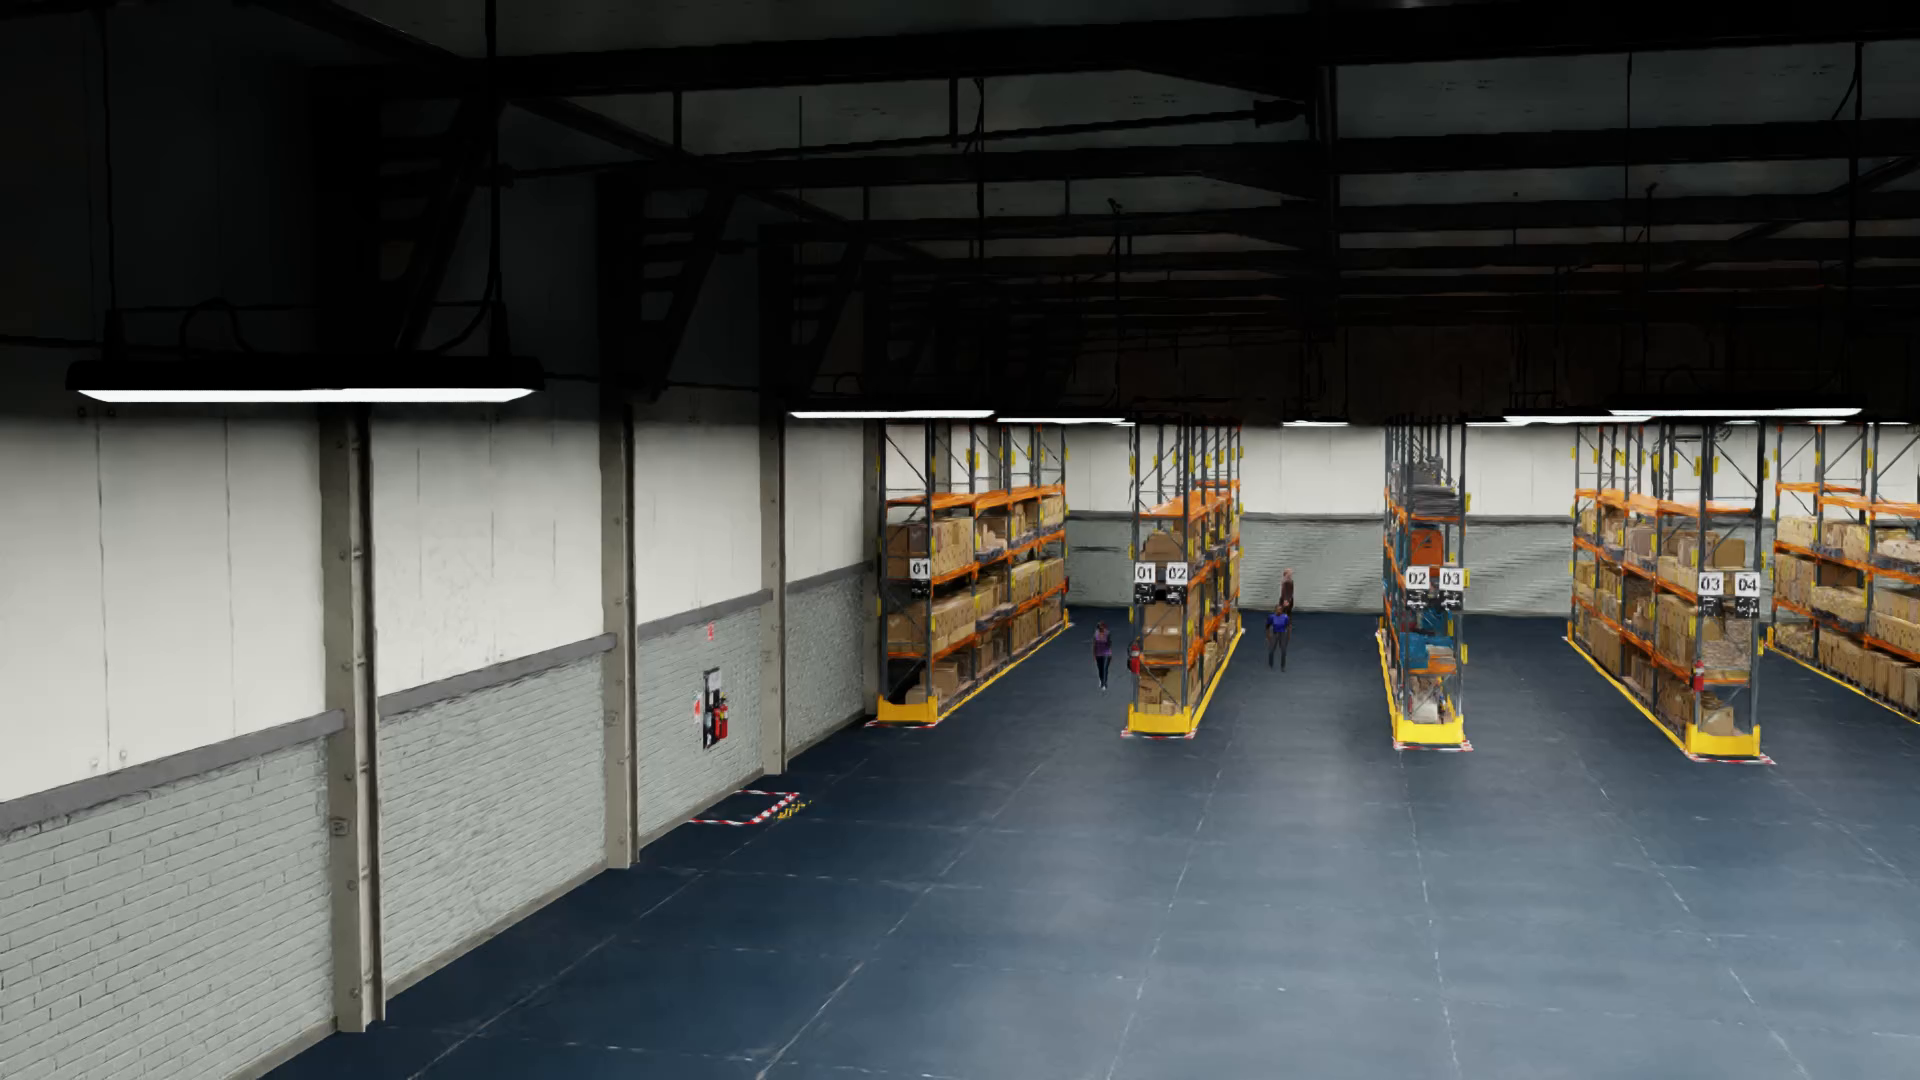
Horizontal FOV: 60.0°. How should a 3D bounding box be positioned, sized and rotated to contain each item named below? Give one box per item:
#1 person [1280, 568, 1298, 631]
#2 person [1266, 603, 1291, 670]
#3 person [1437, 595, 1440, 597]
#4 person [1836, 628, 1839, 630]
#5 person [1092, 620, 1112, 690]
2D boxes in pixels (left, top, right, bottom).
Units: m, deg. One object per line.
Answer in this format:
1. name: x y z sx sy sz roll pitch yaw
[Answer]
1. person: 9.149 1.671 46.497 0.462 1.785 0.675 2 5 32
2. person: 7.506 2.278 39.203 0.592 1.604 0.513 1 4 11
3. person: 13.484 1.740 46.403 0.551 1.677 0.633 1 4 11
4. person: 24.486 1.779 46.088 0.677 1.658 0.496 -1 4 -15
5. person: 3.098 2.496 36.352 0.417 1.507 1.037 1 4 15
